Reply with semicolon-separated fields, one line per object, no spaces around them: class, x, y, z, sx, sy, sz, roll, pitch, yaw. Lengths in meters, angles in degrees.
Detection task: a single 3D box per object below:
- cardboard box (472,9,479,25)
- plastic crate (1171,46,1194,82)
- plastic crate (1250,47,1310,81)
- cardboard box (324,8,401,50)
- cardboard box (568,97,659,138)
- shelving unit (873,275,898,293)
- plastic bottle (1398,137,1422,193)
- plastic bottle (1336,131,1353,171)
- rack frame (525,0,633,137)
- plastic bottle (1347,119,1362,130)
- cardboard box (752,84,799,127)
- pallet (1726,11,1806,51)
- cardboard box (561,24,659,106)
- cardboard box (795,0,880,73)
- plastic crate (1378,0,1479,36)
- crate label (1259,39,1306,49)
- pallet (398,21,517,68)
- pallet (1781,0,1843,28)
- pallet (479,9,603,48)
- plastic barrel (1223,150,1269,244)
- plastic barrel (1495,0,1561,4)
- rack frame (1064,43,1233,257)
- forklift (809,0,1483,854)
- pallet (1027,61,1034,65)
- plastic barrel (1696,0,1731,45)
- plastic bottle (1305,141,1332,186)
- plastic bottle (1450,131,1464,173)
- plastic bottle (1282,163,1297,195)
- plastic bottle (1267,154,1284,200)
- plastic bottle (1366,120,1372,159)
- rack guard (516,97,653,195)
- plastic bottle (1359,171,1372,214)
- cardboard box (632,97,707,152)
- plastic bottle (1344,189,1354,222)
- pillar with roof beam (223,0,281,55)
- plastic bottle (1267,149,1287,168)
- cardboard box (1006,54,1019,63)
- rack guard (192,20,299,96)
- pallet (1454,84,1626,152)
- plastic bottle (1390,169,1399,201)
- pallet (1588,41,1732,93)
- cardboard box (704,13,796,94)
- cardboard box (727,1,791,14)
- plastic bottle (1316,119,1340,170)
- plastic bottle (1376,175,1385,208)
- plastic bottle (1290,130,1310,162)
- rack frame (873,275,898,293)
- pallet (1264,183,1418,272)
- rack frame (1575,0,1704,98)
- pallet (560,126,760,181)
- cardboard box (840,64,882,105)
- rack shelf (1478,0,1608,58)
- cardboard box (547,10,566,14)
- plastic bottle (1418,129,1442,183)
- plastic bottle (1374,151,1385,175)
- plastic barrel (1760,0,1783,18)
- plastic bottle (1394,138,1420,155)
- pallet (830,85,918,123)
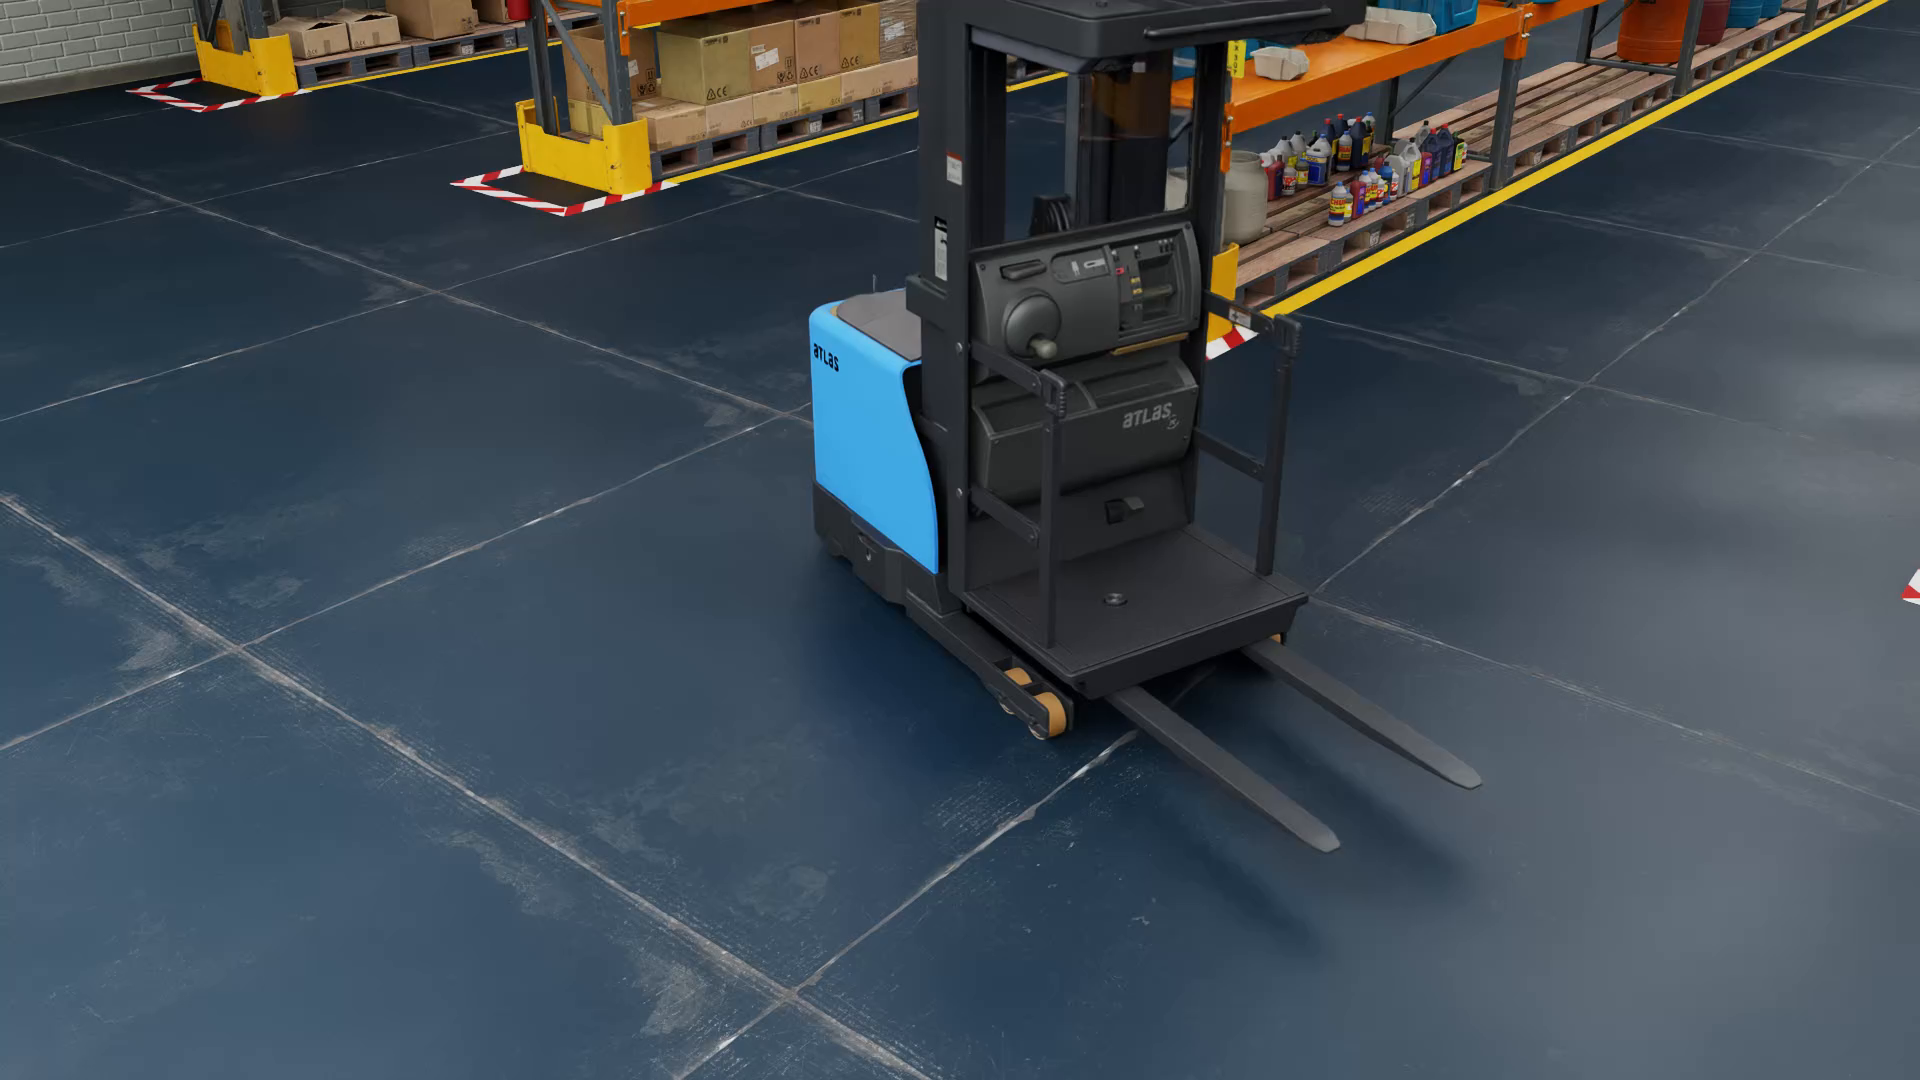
cardboard box;-5.107;-5.303;16.860;0.380;0.149;0.250;18;32;30
plastic crate;1.113;-2.820;9.599;0.499;0.251;0.616;21;34;34
plastic crate;1.843;-2.728;9.545;0.298;0.136;0.250;21;34;34
cardboard box;-5.747;-4.939;15.981;0.500;0.311;0.500;24;36;38
cardboard box;-2.681;-3.312;12.924;0.500;0.250;0.500;21;34;34
shelving unit;-0.215;-0.667;7.396;0.252;1.050;0.215;-16;31;-28
plastic bottle;3.055;-2.564;11.345;0.144;0.351;0.185;21;34;34
plastic bottle;2.737;-2.772;11.834;0.097;0.271;0.097;0;27;0
rack frame;-2.794;-4.071;11.854;1.000;3.000;0.127;21;34;34
plastic bottle;2.844;-2.918;12.111;0.152;0.276;0.135;22;35;36
cardboard box;-1.648;-3.516;13.318;0.500;0.250;0.500;21;34;34
pallet;8.135;-5.376;17.413;1.003;0.211;1.213;21;34;34
cardboard box;-2.683;-3.646;12.753;0.500;0.500;0.500;21;34;34
cardboard box;-1.018;-4.207;13.836;0.500;0.500;0.500;21;34;34
plastic crate;3.075;-3.502;10.917;0.499;0.251;0.616;21;34;34
crate label;1.988;-3.369;10.459;0.502;0.435;0.616;21;34;34
pallet;-5.250;-5.014;16.712;1.003;0.211;1.213;21;34;34
pallet;9.096;-5.910;18.444;1.003;0.211;1.213;21;34;34
pallet;-4.475;-5.448;17.552;1.003;0.211;1.213;21;34;34
plastic barrel;1.704;-2.136;10.366;0.421;0.512;0.421;0;27;0
plastic barrel;4.049;-4.311;11.773;0.600;0.901;0.708;21;34;34
rack frame;1.026;-2.622;9.053;1.000;3.000;0.127;21;34;34
forklift;0.577;-0.842;5.687;1.130;2.935;3.031;-16;31;-28
pallet;0.964;-4.957;16.603;1.003;0.211;1.213;21;34;34
plastic barrel;7.131;-5.152;16.112;0.600;0.588;0.708;21;34;34
plastic bottle;2.476;-2.608;11.513;0.152;0.276;0.135;21;34;34
plastic bottle;3.518;-2.762;11.801;0.061;0.283;0.133;23;35;37
plastic bottle;2.233;-2.454;11.296;0.097;0.201;0.097;0;27;0
plastic bottle;2.119;-2.440;11.180;0.061;0.283;0.133;21;34;34
plastic bottle;2.927;-2.890;12.050;0.061;0.283;0.133;21;34;34
rack guard;-2.809;-2.952;12.412;1.175;0.500;0.348;21;34;34
plastic bottle;2.637;-2.278;10.880;0.097;0.271;0.097;0;27;0
cardboard box;-2.281;-3.161;12.631;0.500;0.250;0.500;21;34;34
plastic bottle;2.485;-2.163;10.732;0.097;0.201;0.097;0;27;0
pillar with roof beam;-3.519;-7.424;11.808;9.100;9.000;0.400;21;34;34
plastic bottle;2.125;-2.517;11.336;0.152;0.276;0.135;20;33;33
cardboard box;0.198;-4.525;15.267;0.500;0.250;0.500;20;33;33
rack guard;-6.571;-4.434;15.276;1.175;0.500;0.348;21;34;34
pallet;4.815;-3.525;13.835;1.003;0.211;1.213;21;34;34
plastic bottle;2.895;-2.391;11.174;0.097;0.201;0.097;0;27;0
pallet;6.583;-4.511;15.740;1.003;0.211;1.213;21;34;34
cardboard box;-1.657;-3.853;13.152;0.500;0.500;0.500;21;34;34
cardboard box;-1.739;-4.182;13.788;0.500;0.500;0.500;21;34;34
plastic bottle;2.616;-2.827;11.854;0.144;0.351;0.185;19;33;32
plastic bottle;2.764;-2.318;11.033;0.097;0.201;0.097;0;27;0
plastic bottle;2.346;-2.676;11.562;0.144;0.351;0.185;20;34;34
rack frame;-0.319;-0.638;7.339;0.008;1.050;0.200;-16;31;-28
pallet;2.335;-2.141;11.159;1.003;0.211;1.213;21;34;34
rack frame;6.114;-5.458;14.536;1.000;3.000;0.127;21;34;34
pallet;-2.340;-3.115;13.042;1.003;0.211;1.213;21;34;34
cardboard box;-1.009;-3.870;14.001;0.500;0.250;0.500;21;34;34
rack shelf;4.842;-4.429;13.330;1.077;0.370;4.000;21;34;34
cardboard box;-4.392;-5.674;17.558;0.380;0.166;0.250;16;31;28
plastic bottle;3.261;-2.678;11.566;0.144;0.351;0.185;19;33;32
plastic bottle;2.866;-2.508;11.311;0.061;0.283;0.133;21;34;34
plastic barrel;8.299;-5.943;17.300;0.600;0.901;0.708;21;34;34
plastic bottle;3.130;-2.679;11.650;0.152;0.276;0.135;21;34;34
pallet;-0.788;-3.981;14.715;1.003;0.211;1.213;21;34;34
